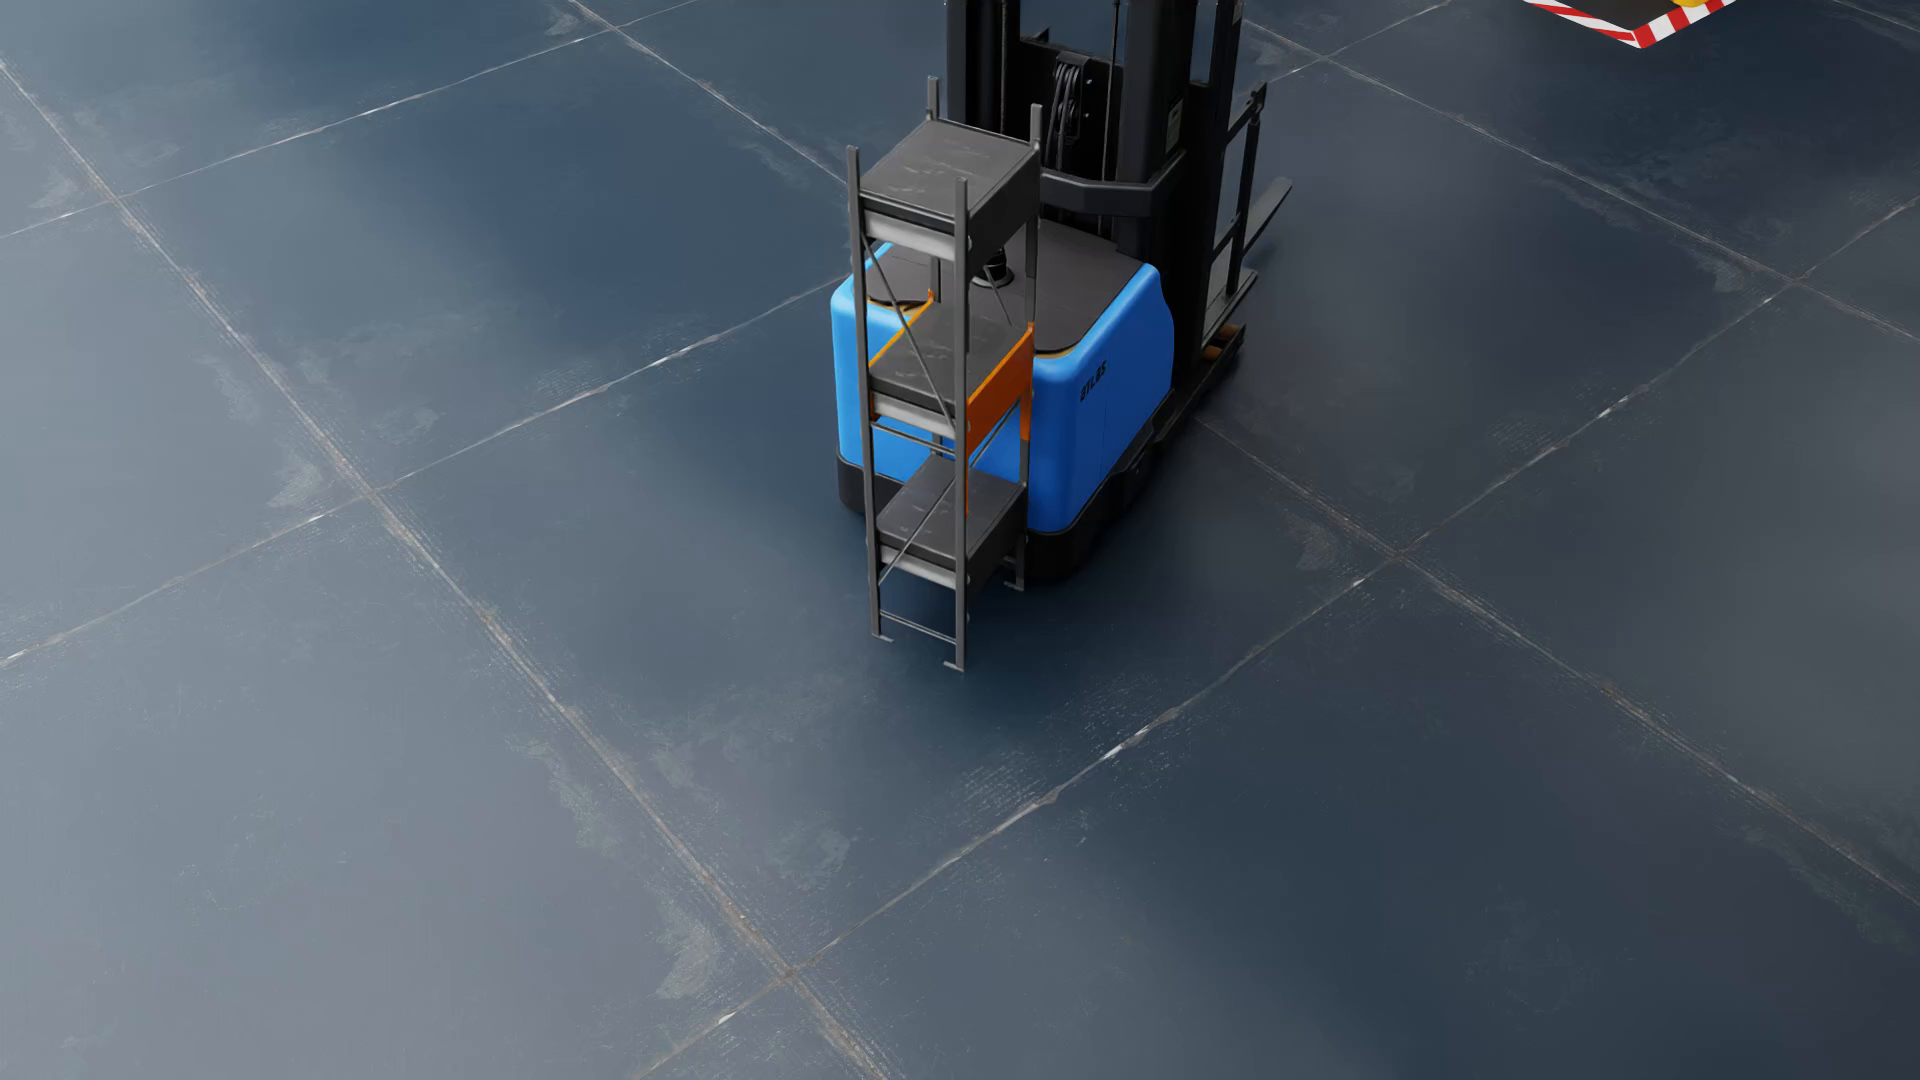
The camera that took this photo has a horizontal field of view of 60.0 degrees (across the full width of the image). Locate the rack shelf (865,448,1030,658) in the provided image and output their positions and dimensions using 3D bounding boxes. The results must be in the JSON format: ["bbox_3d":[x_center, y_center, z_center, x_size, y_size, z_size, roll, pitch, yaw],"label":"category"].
[{"bbox_3d":[-0.041,0.038,6.218,0.431,0.518,0.480,20,47,20],"label":"rack shelf"}]

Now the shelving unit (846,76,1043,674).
[{"bbox_3d":[-0.041,-0.482,5.730,0.431,2.100,0.503,20,47,20],"label":"shelving unit"}]

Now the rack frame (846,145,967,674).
[{"bbox_3d":[-0.158,-0.336,5.574,0.400,2.100,0.015,20,47,20],"label":"rack frame"}]

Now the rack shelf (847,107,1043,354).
[{"bbox_3d":[-0.041,-0.983,5.260,0.431,0.518,0.480,20,47,20],"label":"rack shelf"}]

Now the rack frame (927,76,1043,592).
[{"bbox_3d":[0.076,-0.629,5.886,0.400,2.100,0.015,20,47,20],"label":"rack frame"}]

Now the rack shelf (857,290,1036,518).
[{"bbox_3d":[-0.041,-0.472,5.739,0.431,0.518,0.480,20,47,20],"label":"rack shelf"}]

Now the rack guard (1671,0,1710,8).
[{"bbox_3d":[4.252,-3.825,10.458,0.348,0.500,1.175,-30,51,-28],"label":"rack guard"}]

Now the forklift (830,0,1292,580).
[{"bbox_3d":[0.650,-1.915,6.648,1.130,2.935,3.031,20,47,20],"label":"forklift"}]
